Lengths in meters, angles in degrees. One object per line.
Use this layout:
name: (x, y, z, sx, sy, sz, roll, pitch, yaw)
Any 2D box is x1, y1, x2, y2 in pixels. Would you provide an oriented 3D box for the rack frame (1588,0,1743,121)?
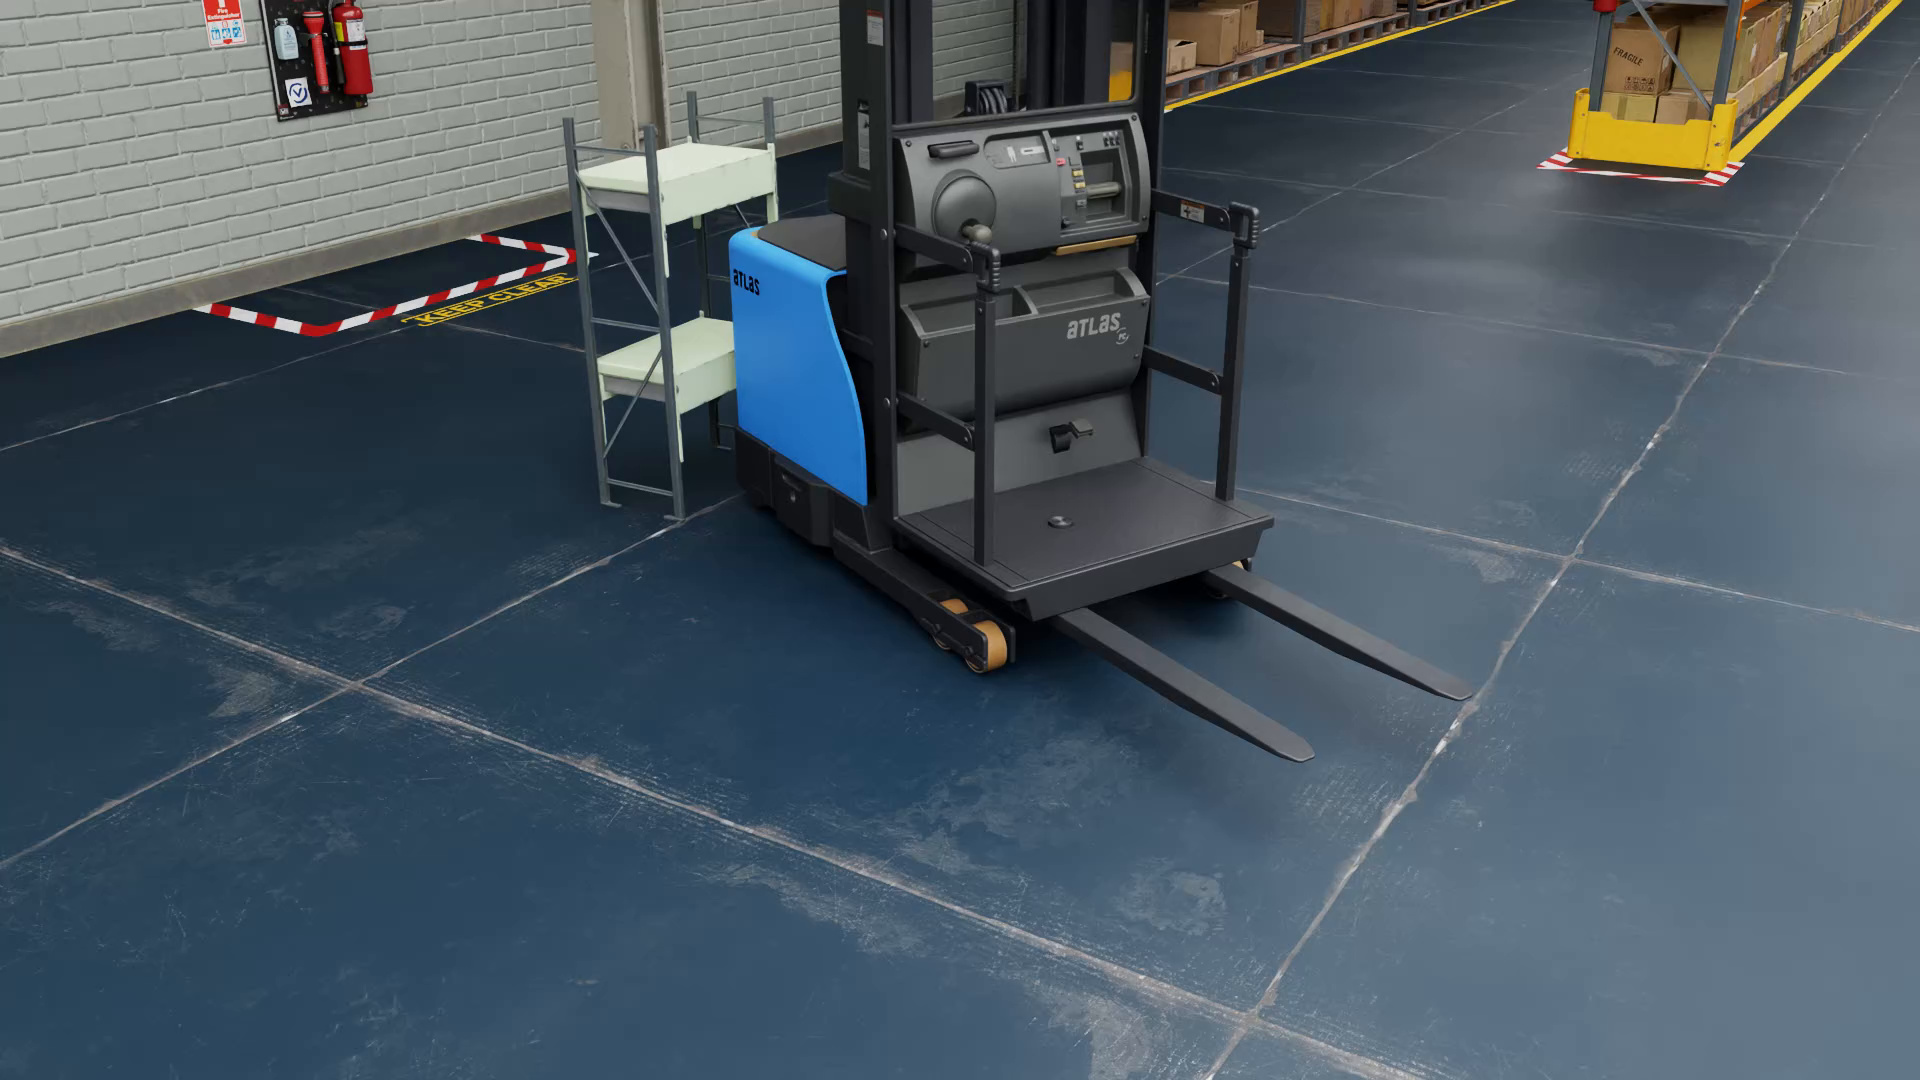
rack frame: (5.459, -4.399, 12.635, 1.000, 3.000, 0.127, 14, 27, 29)

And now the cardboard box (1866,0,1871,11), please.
cardboard box: (11.504, -7.112, 21.495, 0.500, 0.500, 0.500, 14, 27, 29)

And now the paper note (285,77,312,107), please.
paper note: (-3.770, -2.552, 9.479, 0.016, 0.148, 0.142, 14, 27, 29)

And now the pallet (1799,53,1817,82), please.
pallet: (8.567, -5.139, 17.856, 1.003, 0.211, 1.213, 14, 27, 29)

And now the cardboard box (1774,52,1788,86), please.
cardboard box: (7.510, -4.477, 15.749, 0.500, 0.250, 0.500, 14, 27, 29)

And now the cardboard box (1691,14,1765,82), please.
cardboard box: (6.446, -4.149, 14.046, 0.500, 0.500, 0.500, 14, 27, 29)

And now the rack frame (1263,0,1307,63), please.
rack frame: (3.359, -6.786, 18.149, 1.000, 3.000, 0.127, 14, 27, 29)

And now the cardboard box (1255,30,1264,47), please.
cardboard box: (3.102, -5.500, 18.193, 0.380, 0.166, 0.250, 10, 25, 22)

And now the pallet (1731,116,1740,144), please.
pallet: (5.827, -3.386, 13.806, 1.003, 0.211, 1.213, 14, 27, 29)

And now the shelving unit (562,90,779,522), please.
shelving unit: (-1.071, -0.926, 6.495, 0.431, 1.500, 0.755, 12, 26, 26)

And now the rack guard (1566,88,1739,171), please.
rack guard: (5.447, -3.243, 13.113, 1.175, 0.500, 0.348, 14, 27, 29)

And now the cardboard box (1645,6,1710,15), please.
cardboard box: (6.269, -4.426, 14.687, 0.500, 0.500, 0.500, 14, 27, 29)

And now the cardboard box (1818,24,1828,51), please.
cardboard box: (9.072, -5.457, 18.013, 0.500, 0.250, 0.500, 15, 27, 30)

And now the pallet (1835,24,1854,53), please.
pallet: (10.105, -6.063, 19.990, 1.003, 0.211, 1.213, 14, 27, 29)

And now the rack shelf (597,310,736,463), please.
rack shelf: (-1.068, -0.626, 6.623, 0.431, 0.370, 0.720, 12, 26, 26)

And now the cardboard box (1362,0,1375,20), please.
cardboard box: (4.763, -6.787, 20.745, 0.700, 0.500, 0.500, 14, 27, 29)

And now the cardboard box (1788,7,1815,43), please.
cardboard box: (8.267, -5.192, 16.694, 0.500, 0.311, 0.500, 14, 27, 28)

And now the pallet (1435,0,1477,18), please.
pallet: (6.593, -7.516, 23.347, 1.003, 0.211, 1.213, 14, 27, 29)

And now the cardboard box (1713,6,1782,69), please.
cardboard box: (6.976, -4.486, 14.824, 0.500, 0.500, 0.500, 14, 27, 29)

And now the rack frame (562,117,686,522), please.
rack frame: (-1.245, -0.798, 6.200, 0.400, 1.500, 0.023, 12, 26, 26)

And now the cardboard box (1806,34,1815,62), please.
cardboard box: (8.534, -5.111, 17.214, 0.500, 0.250, 0.500, 13, 27, 27)

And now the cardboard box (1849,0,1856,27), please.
cardboard box: (10.433, -6.425, 19.909, 0.500, 0.500, 0.500, 13, 27, 27)

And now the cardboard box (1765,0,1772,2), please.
cardboard box: (8.342, -5.647, 17.746, 0.500, 0.311, 0.500, 13, 27, 28)

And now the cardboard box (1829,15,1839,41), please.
cardboard box: (9.609, -5.801, 18.807, 0.500, 0.250, 0.500, 15, 27, 30)

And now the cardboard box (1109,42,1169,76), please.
cardboard box: (1.690, -4.618, 15.973, 0.500, 0.311, 0.500, 11, 26, 23)

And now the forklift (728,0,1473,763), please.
forklift: (0.342, -1.137, 5.186, 1.130, 2.935, 3.031, -15, 27, -30)

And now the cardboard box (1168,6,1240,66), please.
cardboard box: (2.420, -5.135, 16.927, 0.700, 0.500, 0.500, 12, 26, 26)

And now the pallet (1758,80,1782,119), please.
pallet: (7.114, -4.209, 15.708, 1.003, 0.211, 1.213, 14, 27, 29)

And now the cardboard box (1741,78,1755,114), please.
cardboard box: (6.456, -3.802, 14.190, 0.500, 0.250, 0.500, 14, 27, 29)

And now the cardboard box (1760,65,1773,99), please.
cardboard box: (6.987, -4.139, 14.967, 0.500, 0.250, 0.500, 14, 27, 29)

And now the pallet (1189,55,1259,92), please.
pallet: (2.392, -4.858, 17.207, 1.003, 0.211, 1.213, 14, 27, 29)

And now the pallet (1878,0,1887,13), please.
pallet: (12.795, -7.814, 24.035, 1.003, 0.211, 1.213, 14, 27, 29)

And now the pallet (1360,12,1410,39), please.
pallet: (5.055, -6.593, 21.213, 1.003, 0.211, 1.213, 14, 27, 29)

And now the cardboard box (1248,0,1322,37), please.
cardboard box: (3.733, -6.092, 19.140, 0.700, 0.500, 0.500, 15, 28, 31)

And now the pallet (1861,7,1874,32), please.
pallet: (11.392, -6.887, 21.892, 1.003, 0.211, 1.213, 14, 27, 29)

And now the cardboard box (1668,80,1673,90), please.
cardboard box: (5.745, -3.744, 14.055, 0.500, 0.250, 0.500, 14, 27, 29)

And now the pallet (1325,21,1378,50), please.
pallet: (4.411, -6.182, 20.265, 1.003, 0.211, 1.213, 14, 27, 29)

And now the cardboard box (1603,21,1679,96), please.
cardboard box: (5.489, -3.917, 13.511, 0.500, 0.500, 0.500, 14, 27, 29)

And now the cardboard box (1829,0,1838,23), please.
cardboard box: (9.343, -5.882, 18.288, 0.500, 0.311, 0.500, 13, 27, 28)

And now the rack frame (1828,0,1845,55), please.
rack frame: (9.679, -7.099, 18.872, 1.000, 3.000, 0.127, 14, 27, 29)

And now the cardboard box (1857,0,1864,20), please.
cardboard box: (10.973, -6.771, 20.707, 0.500, 0.500, 0.500, 13, 27, 27)

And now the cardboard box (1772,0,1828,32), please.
cardboard box: (8.809, -5.543, 17.506, 0.500, 0.311, 0.500, 15, 27, 30)

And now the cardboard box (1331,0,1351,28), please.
cardboard box: (4.266, -6.441, 19.945, 0.700, 0.500, 0.500, 14, 27, 30)

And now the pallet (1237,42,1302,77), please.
pallet: (3.035, -5.272, 18.162, 1.003, 0.211, 1.213, 14, 27, 29)

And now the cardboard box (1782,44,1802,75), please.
cardboard box: (7.992, -4.764, 16.411, 0.500, 0.250, 0.500, 13, 27, 28)

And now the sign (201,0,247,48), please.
sign: (-3.997, -2.853, 9.020, 0.001, 0.329, 0.234, 14, 27, 29)

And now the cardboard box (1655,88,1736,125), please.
cardboard box: (5.931, -3.464, 13.408, 0.500, 0.250, 0.500, 14, 27, 29)

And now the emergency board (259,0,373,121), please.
emergency board: (-3.618, -3.002, 9.409, 0.194, 1.169, 0.643, 14, 27, 29)
